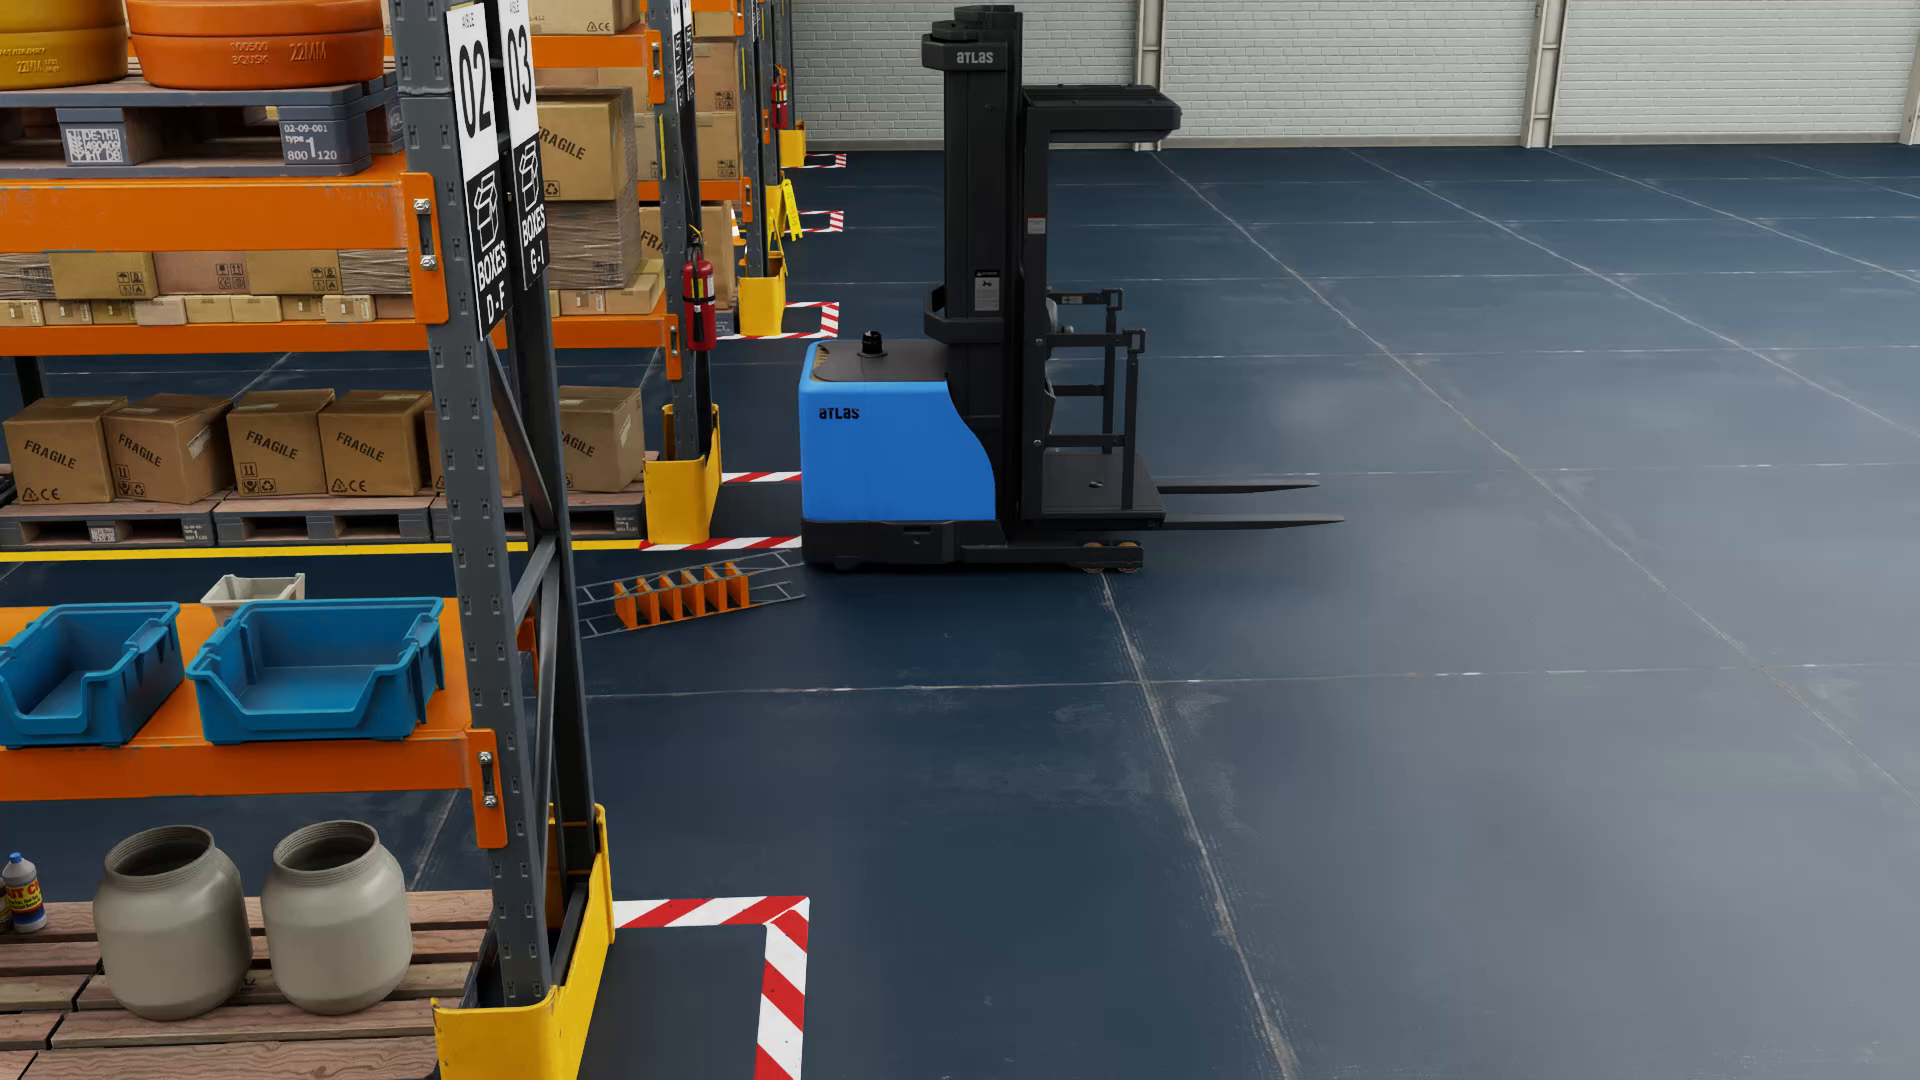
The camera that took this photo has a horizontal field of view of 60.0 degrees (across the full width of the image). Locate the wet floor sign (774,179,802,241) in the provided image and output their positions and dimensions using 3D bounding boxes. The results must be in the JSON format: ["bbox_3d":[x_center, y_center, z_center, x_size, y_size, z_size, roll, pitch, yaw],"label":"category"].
[{"bbox_3d":[-1.897,-3.630,18.247,0.232,0.644,0.267,6,22,16],"label":"wet floor sign"}]

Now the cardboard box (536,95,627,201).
[{"bbox_3d":[-2.117,-2.140,9.062,0.500,0.500,0.500,-1,21,-3],"label":"cardboard box"}]

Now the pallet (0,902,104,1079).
[{"bbox_3d":[-3.399,1.533,5.297,1.213,0.211,1.003,-1,21,-3],"label":"pallet"}]

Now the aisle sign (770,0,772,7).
[{"bbox_3d":[-2.069,-6.219,18.087,0.004,0.787,0.394,-1,21,-3],"label":"aisle sign"}]

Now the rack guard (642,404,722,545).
[{"bbox_3d":[-1.658,-0.416,10.011,0.348,0.500,1.175,-1,21,-3],"label":"rack guard"}]

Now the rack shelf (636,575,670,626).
[{"bbox_3d":[-1.582,0.306,8.545,0.103,0.180,0.258,-10,23,-25],"label":"rack shelf"}]

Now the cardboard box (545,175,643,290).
[{"bbox_3d":[-2.133,-1.770,9.496,0.500,0.500,0.875,-1,21,-3],"label":"cardboard box"}]

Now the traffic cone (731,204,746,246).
[{"bbox_3d":[-2.504,-3.454,18.042,0.334,0.463,0.336,-1,21,-3],"label":"traffic cone"}]

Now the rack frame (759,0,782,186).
[{"bbox_3d":[-2.148,-5.106,18.817,0.127,3.000,1.000,-1,21,-3],"label":"rack frame"}]

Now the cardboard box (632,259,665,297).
[{"bbox_3d":[-1.880,-1.547,9.822,0.250,0.149,0.380,-1,21,-3],"label":"cardboard box"}]

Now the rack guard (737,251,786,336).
[{"bbox_3d":[-1.740,-2.182,14.650,0.348,0.500,1.175,-1,21,-3],"label":"rack guard"}]

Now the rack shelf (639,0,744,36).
[{"bbox_3d":[-3.761,-4.375,13.691,4.000,0.370,1.077,-1,21,-3],"label":"rack shelf"}]

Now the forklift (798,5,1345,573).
[{"bbox_3d":[0.630,-1.376,9.116,3.031,2.935,1.130,-1,21,-2],"label":"forklift"}]

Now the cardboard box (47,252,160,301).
[{"bbox_3d":[-4.622,-1.675,9.246,0.500,0.500,0.875,-1,21,-3],"label":"cardboard box"}]

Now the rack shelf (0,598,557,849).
[{"bbox_3d":[-3.296,0.550,4.970,4.000,0.370,1.077,-1,21,-3],"label":"rack shelf"}]

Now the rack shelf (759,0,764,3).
[{"bbox_3d":[-4.145,-6.131,18.304,4.000,0.370,1.077,-1,21,-3],"label":"rack shelf"}]

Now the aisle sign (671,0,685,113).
[{"bbox_3d":[-1.503,-2.695,8.831,0.004,0.787,0.394,-1,21,-3],"label":"aisle sign"}]

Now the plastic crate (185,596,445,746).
[{"bbox_3d":[-1.782,0.360,4.670,0.616,0.251,0.499,-1,21,-3],"label":"plastic crate"}]

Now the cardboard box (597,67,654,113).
[{"bbox_3d":[-2.681,-3.887,13.886,0.550,0.550,0.875,-1,21,-3],"label":"cardboard box"}]

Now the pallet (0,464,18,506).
[{"bbox_3d":[-6.353,-0.185,9.810,1.213,0.211,1.003,-1,21,-3],"label":"pallet"}]

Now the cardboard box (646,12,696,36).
[{"bbox_3d":[-3.151,-5.664,18.317,0.500,0.500,0.700,-1,21,-3],"label":"cardboard box"}]

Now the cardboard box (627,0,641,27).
[{"bbox_3d":[-2.078,-3.000,9.279,0.500,0.250,0.500,-1,21,-1],"label":"cardboard box"}]

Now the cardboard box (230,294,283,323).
[{"bbox_3d":[-3.847,-1.320,9.225,0.250,0.149,0.380,-1,21,-3],"label":"cardboard box"}]

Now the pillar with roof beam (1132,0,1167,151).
[{"bbox_3d":[3.054,-8.572,19.488,0.400,9.000,9.100,-1,21,-3],"label":"pillar with roof beam"}]

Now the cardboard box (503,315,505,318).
[{"bbox_3d":[-2.602,-1.361,9.334,0.250,0.149,0.380,-1,21,-3],"label":"cardboard box"}]

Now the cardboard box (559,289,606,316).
[{"bbox_3d":[-2.105,-1.384,9.395,0.250,0.149,0.380,-1,21,-3],"label":"cardboard box"}]

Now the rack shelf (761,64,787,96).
[{"bbox_3d":[-4.432,-6.492,23.469,4.000,0.370,1.077,-1,21,-3],"label":"rack shelf"}]

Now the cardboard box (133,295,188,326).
[{"bbox_3d":[-4.344,-1.299,9.170,0.250,0.149,0.380,-1,21,-3],"label":"cardboard box"}]

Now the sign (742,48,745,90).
[{"bbox_3d":[-1.747,-3.809,13.448,0.005,0.325,0.100,-1,21,-3],"label":"sign"}]

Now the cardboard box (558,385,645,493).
[{"bbox_3d":[-2.207,-0.607,9.923,0.500,0.500,0.500,3,21,7],"label":"cardboard box"}]

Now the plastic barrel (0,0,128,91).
[{"bbox_3d":[-2.430,-1.444,4.128,0.600,0.588,0.600,0,21,0],"label":"plastic barrel"}]

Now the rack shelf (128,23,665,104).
[{"bbox_3d":[-3.579,-2.611,9.058,4.000,0.370,1.077,-1,21,-3],"label":"rack shelf"}]

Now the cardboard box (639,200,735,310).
[{"bbox_3d":[-2.438,-2.516,14.409,0.875,0.875,0.875,-1,21,-3],"label":"cardboard box"}]

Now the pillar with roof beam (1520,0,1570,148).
[{"bbox_3d":[9.045,-8.693,19.808,0.400,9.000,9.100,-1,21,-3],"label":"pillar with roof beam"}]

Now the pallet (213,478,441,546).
[{"bbox_3d":[-3.686,-0.253,9.990,1.213,0.211,1.003,-1,21,-3],"label":"pallet"}]

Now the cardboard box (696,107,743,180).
[{"bbox_3d":[-2.132,-3.396,14.115,0.550,0.550,0.875,-1,21,-3],"label":"cardboard box"}]

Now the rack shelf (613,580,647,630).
[{"bbox_3d":[-1.689,0.326,8.495,0.103,0.180,0.258,-10,23,-25],"label":"rack shelf"}]

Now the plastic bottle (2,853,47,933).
[{"bbox_3d":[-3.127,1.169,5.550,0.097,0.271,0.097,0,21,0],"label":"plastic bottle"}]

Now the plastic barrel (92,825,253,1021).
[{"bbox_3d":[-2.453,1.191,5.184,0.421,0.512,0.421,0,21,0],"label":"plastic barrel"}]

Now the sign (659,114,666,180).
[{"bbox_3d":[-1.570,-2.077,8.789,0.005,0.325,0.100,-1,21,-3],"label":"sign"}]

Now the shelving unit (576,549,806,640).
[{"bbox_3d":[-1.407,0.274,8.626,1.200,0.189,0.258,-10,23,-25],"label":"shelving unit"}]

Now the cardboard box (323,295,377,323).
[{"bbox_3d":[-3.346,-1.321,9.229,0.250,0.149,0.380,-1,21,-3],"label":"cardboard box"}]

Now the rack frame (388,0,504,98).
[{"bbox_3d":[-1.299,-2.630,3.882,0.127,3.000,1.000,-1,21,-3],"label":"rack frame"}]

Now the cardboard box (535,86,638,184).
[{"bbox_3d":[-2.147,-2.324,9.547,0.500,0.500,0.500,-1,21,-3],"label":"cardboard box"}]

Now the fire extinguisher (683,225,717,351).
[{"bbox_3d":[-1.442,-1.388,9.160,0.183,0.674,0.296,-1,21,-3],"label":"fire extinguisher"}]

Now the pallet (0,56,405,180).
[{"bbox_3d":[-2.131,-1.158,4.496,1.213,0.211,1.003,-1,21,-3],"label":"pallet"}]

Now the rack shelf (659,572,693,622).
[{"bbox_3d":[-1.474,0.286,8.594,0.103,0.180,0.258,-10,23,-25],"label":"rack shelf"}]

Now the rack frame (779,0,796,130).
[{"bbox_3d":[-2.435,-6.869,23.448,0.127,3.000,1.000,-1,21,-3],"label":"rack frame"}]

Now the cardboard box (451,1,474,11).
[{"bbox_3d":[-2.547,-2.806,8.771,0.500,0.250,0.500,-1,21,-3],"label":"cardboard box"}]

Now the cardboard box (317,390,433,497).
[{"bbox_3d":[-3.427,-0.577,9.843,0.500,0.500,0.500,1,21,2],"label":"cardboard box"}]

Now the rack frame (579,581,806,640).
[{"bbox_3d":[-1.406,0.359,8.659,1.200,0.006,0.240,-10,23,-25],"label":"rack frame"}]

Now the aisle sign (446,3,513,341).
[{"bbox_3d":[-1.211,-0.937,4.213,0.004,0.787,0.394,-1,21,-3],"label":"aisle sign"}]

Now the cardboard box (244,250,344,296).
[{"bbox_3d":[-3.627,-1.717,9.355,0.500,0.500,0.875,-1,21,-3],"label":"cardboard box"}]

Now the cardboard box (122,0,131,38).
[{"bbox_3d":[-4.087,-2.773,8.685,0.500,0.250,0.500,-2,21,-5],"label":"cardboard box"}]

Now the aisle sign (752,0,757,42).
[{"bbox_3d":[-1.676,-4.460,13.465,0.004,0.787,0.394,-1,21,-3],"label":"aisle sign"}]

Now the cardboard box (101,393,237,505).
[{"bbox_3d":[-4.603,-0.541,9.749,0.500,0.500,0.500,5,22,14],"label":"cardboard box"}]

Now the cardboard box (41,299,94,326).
[{"bbox_3d":[-4.845,-1.300,9.173,0.250,0.149,0.380,-1,21,-3],"label":"cardboard box"}]
